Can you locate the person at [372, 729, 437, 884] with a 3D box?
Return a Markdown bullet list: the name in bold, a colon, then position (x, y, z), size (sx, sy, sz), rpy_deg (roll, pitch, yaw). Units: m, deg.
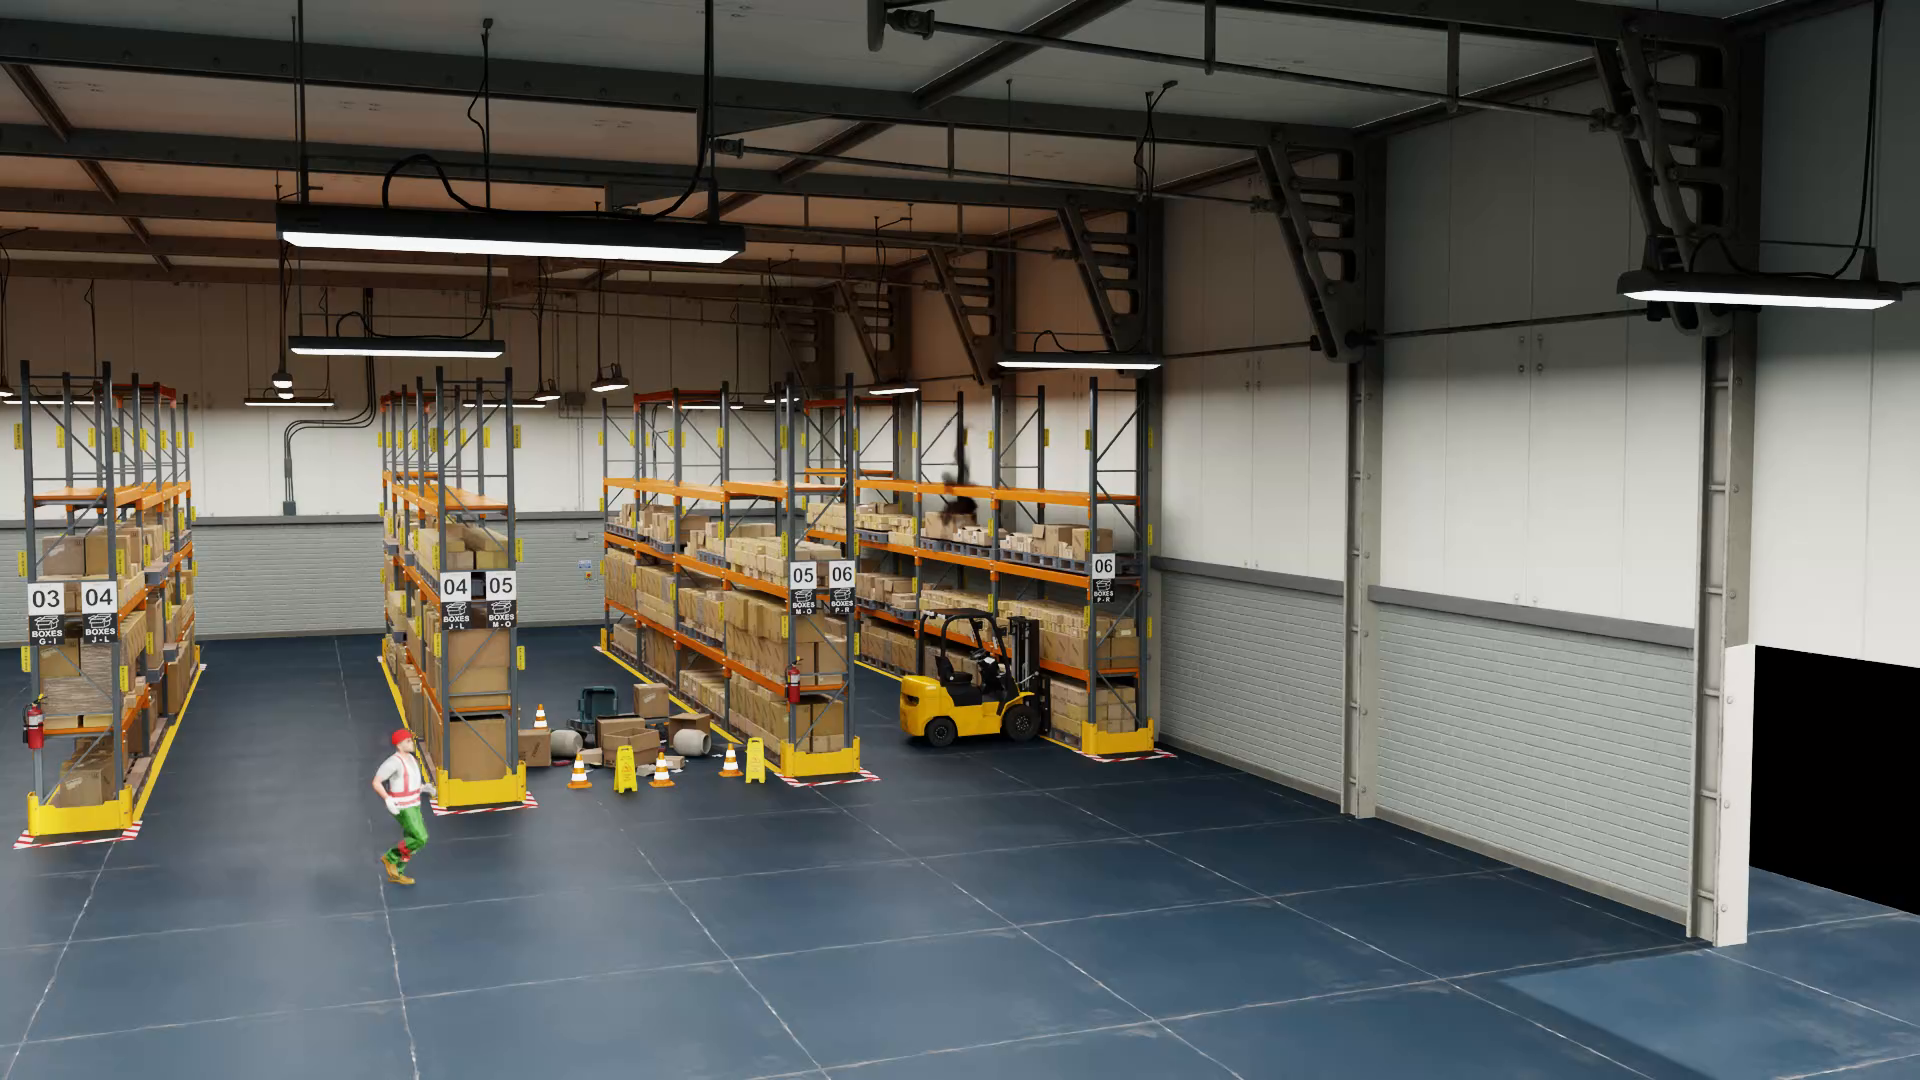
- **person**: position (-6.200, 3.003, 18.711), size (0.575, 1.748, 0.655), rpy_deg (0, 3, 7)
